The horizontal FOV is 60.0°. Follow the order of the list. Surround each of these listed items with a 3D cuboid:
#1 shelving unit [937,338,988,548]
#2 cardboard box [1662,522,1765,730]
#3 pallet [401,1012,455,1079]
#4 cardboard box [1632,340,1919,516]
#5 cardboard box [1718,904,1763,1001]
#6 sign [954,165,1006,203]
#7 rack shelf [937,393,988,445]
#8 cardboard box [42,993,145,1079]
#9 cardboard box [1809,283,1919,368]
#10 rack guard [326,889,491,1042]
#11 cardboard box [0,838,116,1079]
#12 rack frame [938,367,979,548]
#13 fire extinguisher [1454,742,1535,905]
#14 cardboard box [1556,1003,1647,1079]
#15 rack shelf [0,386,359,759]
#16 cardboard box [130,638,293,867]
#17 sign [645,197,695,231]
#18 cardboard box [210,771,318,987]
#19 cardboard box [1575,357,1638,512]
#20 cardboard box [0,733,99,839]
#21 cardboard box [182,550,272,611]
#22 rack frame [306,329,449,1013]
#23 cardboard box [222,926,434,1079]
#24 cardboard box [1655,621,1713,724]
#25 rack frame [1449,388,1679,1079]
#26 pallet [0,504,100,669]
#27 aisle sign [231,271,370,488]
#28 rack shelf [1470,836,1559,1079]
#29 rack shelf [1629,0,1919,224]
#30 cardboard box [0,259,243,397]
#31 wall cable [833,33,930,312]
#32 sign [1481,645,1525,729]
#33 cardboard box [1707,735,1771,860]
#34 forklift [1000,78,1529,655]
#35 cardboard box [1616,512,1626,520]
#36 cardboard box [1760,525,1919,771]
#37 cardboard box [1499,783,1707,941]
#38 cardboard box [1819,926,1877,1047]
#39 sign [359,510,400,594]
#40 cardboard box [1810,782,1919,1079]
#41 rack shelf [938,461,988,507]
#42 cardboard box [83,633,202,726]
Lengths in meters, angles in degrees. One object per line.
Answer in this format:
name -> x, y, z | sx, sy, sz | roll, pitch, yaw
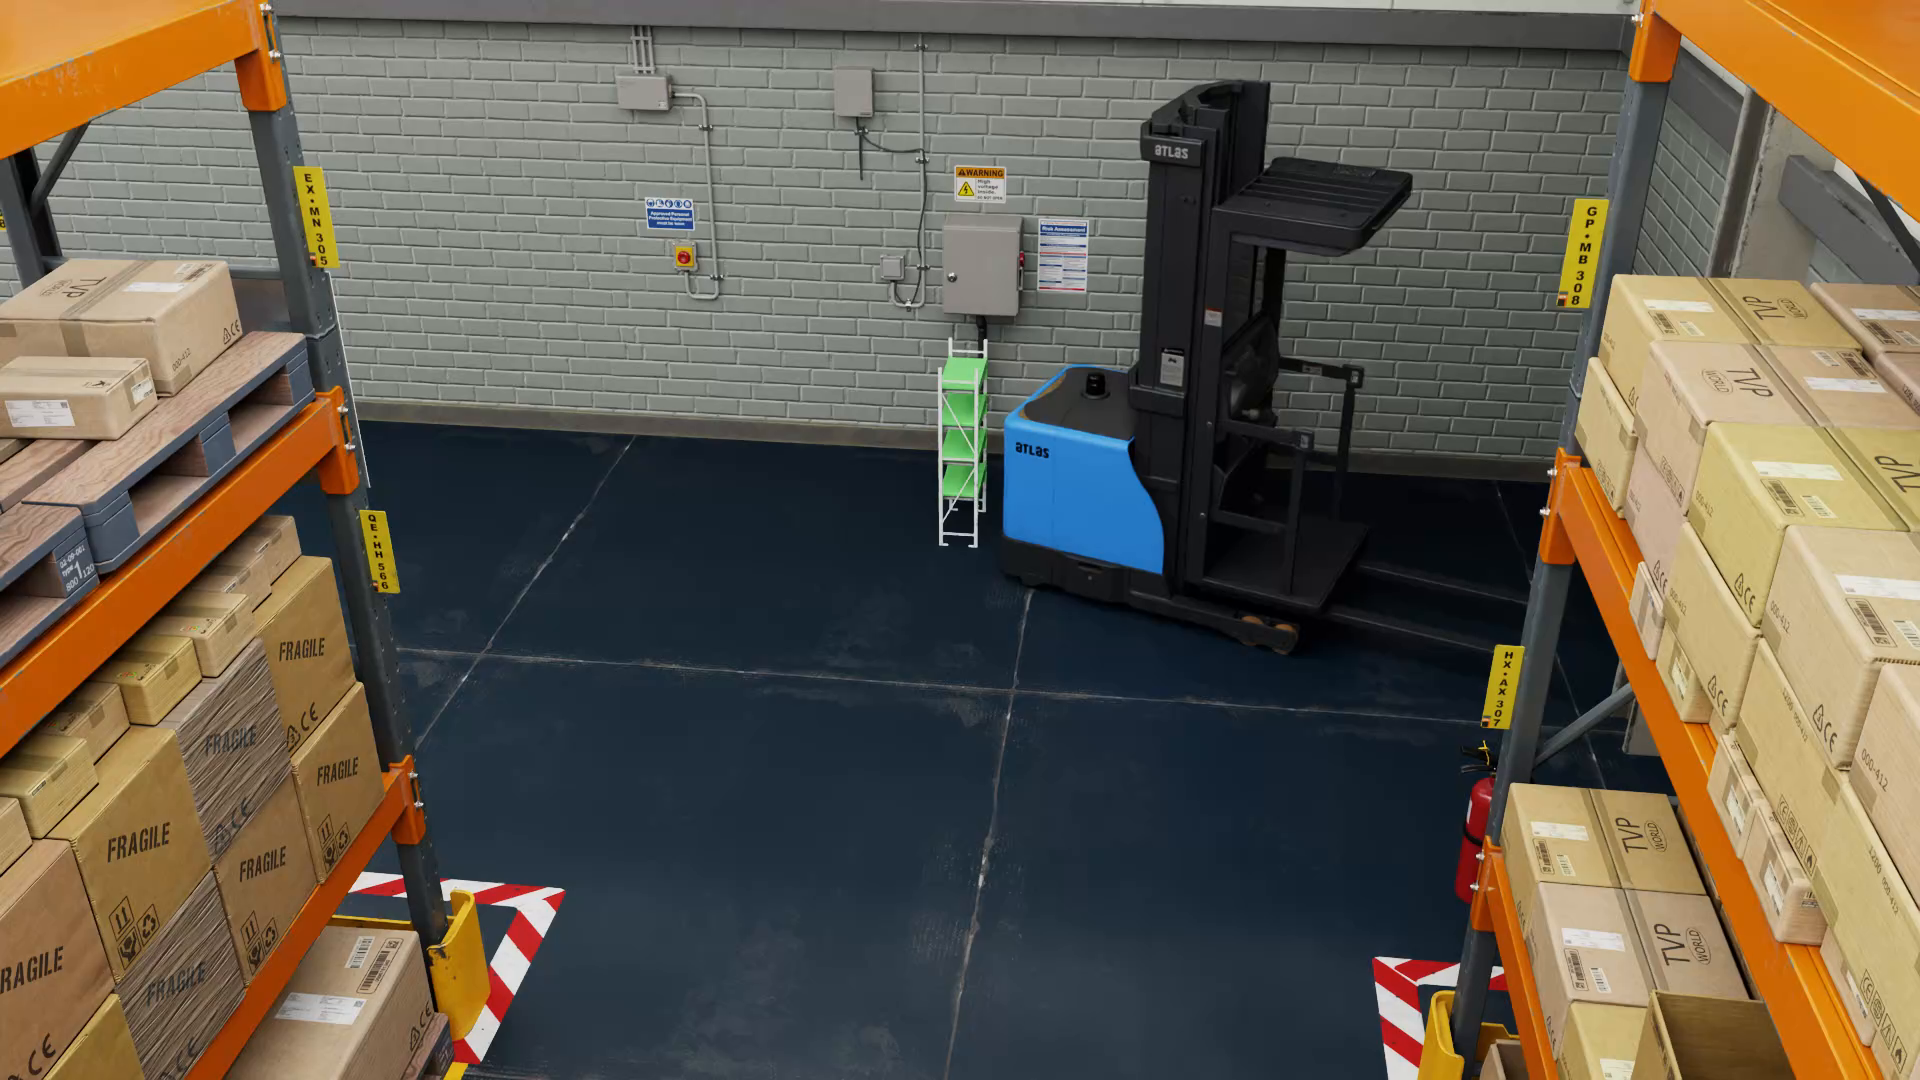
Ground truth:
shelving unit -> 0.020, -0.606, 10.402 | 0.258, 1.200, 0.503 | 3, 28, 6
cardboard box -> 1.911, 0.194, 3.702 | 0.500, 0.250, 0.500 | 3, 28, 5
pallet -> -2.594, 2.227, 6.185 | 1.003, 0.211, 1.213 | 3, 28, 6
cardboard box -> 1.968, -0.267, 4.031 | 0.500, 0.250, 0.500 | 3, 28, 6
cardboard box -> 2.496, 1.315, 4.783 | 0.500, 0.250, 0.500 | 3, 29, 6
sign -> 0.132, -2.310, 10.797 | 0.339, 0.242, 0.001 | 3, 28, 6
rack shelf -> 0.020, -0.761, 10.319 | 0.258, 0.148, 0.480 | 3, 28, 6
cardboard box -> -2.550, 1.539, 4.417 | 0.500, 0.500, 0.500 | 4, 29, 8
cardboard box -> 2.576, -0.475, 4.415 | 0.500, 0.250, 0.500 | 3, 28, 5
rack guard -> -2.571, 1.708, 6.845 | 1.175, 0.500, 0.348 | 3, 28, 6
cardboard box -> -2.559, 1.092, 4.192 | 0.500, 0.500, 0.500 | 3, 28, 6
rack frame -> -0.010, -0.491, 10.189 | 0.240, 1.200, 0.015 | 3, 28, 6
fire extinguisher -> 1.912, 1.008, 5.984 | 0.296, 0.674, 0.183 | 3, 28, 6
cardboard box -> 1.910, 1.515, 4.412 | 0.500, 0.250, 0.500 | 3, 28, 5
rack shelf -> -2.819, 0.556, 3.942 | 1.077, 0.370, 4.000 | 3, 28, 6
cardboard box -> -2.431, 0.623, 5.063 | 0.500, 0.500, 0.500 | 3, 29, 6
sign -> -1.946, -2.187, 11.155 | 0.327, 0.218, 0.001 | 3, 28, 6
cardboard box -> -2.446, 1.053, 5.320 | 0.500, 0.500, 0.500 | 3, 28, 5
cardboard box -> 2.027, -0.287, 4.594 | 0.500, 0.250, 0.500 | 3, 28, 6
cardboard box -> -2.521, 0.633, 4.360 | 0.380, 0.149, 0.250 | 4, 29, 7
cardboard box -> -2.426, 0.151, 5.256 | 0.380, 0.149, 0.250 | 4, 29, 7
rack frame -> -2.574, 0.619, 6.231 | 1.000, 3.000, 0.127 | 3, 28, 6
cardboard box -> -2.555, 1.878, 6.151 | 0.875, 0.438, 0.875 | 2, 28, 4
cardboard box -> 1.871, 0.312, 3.903 | 0.380, 0.149, 0.250 | 3, 28, 6
rack frame -> 2.353, 0.906, 5.699 | 1.000, 3.000, 0.127 | 3, 28, 6
pallet -> -2.801, 0.263, 3.822 | 1.003, 0.211, 1.213 | 3, 28, 6
aisle sign -> -2.257, -0.541, 5.644 | 0.394, 0.787, 0.004 | 3, 28, 6
rack shelf -> 2.108, 2.164, 4.122 | 1.077, 0.370, 4.000 | 3, 28, 6
rack shelf -> 2.108, -0.476, 2.700 | 1.077, 0.370, 4.000 | 3, 28, 6
cardboard box -> -2.539, -0.648, 5.029 | 0.500, 0.250, 0.500 | 1, 28, 2
wall cable -> -0.497, -2.407, 10.776 | 0.588, 1.984, 0.122 | 3, 28, 6
sign -> 1.815, 0.493, 5.552 | 0.100, 0.325, 0.005 | 3, 28, 6
cardboard box -> 1.799, 0.548, 3.464 | 0.380, 0.149, 0.250 | 3, 29, 6
forklift -> 1.793, -0.938, 9.192 | 3.031, 2.935, 1.130 | 14, 31, 24
cardboard box -> 2.083, -0.168, 4.793 | 0.380, 0.149, 0.250 | 4, 29, 7
cardboard box -> 1.868, 0.210, 3.144 | 0.500, 0.250, 0.500 | 4, 29, 8
cardboard box -> 2.030, 1.039, 5.296 | 0.500, 0.250, 0.500 | 4, 29, 6
cardboard box -> 1.810, 0.793, 3.010 | 0.380, 0.149, 0.250 | 4, 29, 7
sign -> -2.037, 0.043, 5.829 | 0.100, 0.325, 0.005 | 3, 28, 6
cardboard box -> 1.801, 0.676, 2.807 | 0.500, 0.250, 0.500 | 4, 29, 7
rack shelf -> 0.020, -0.339, 10.546 | 0.258, 0.148, 0.480 | 3, 28, 6
cardboard box -> -2.446, 0.393, 4.806 | 0.380, 0.149, 0.250 | 4, 29, 7
